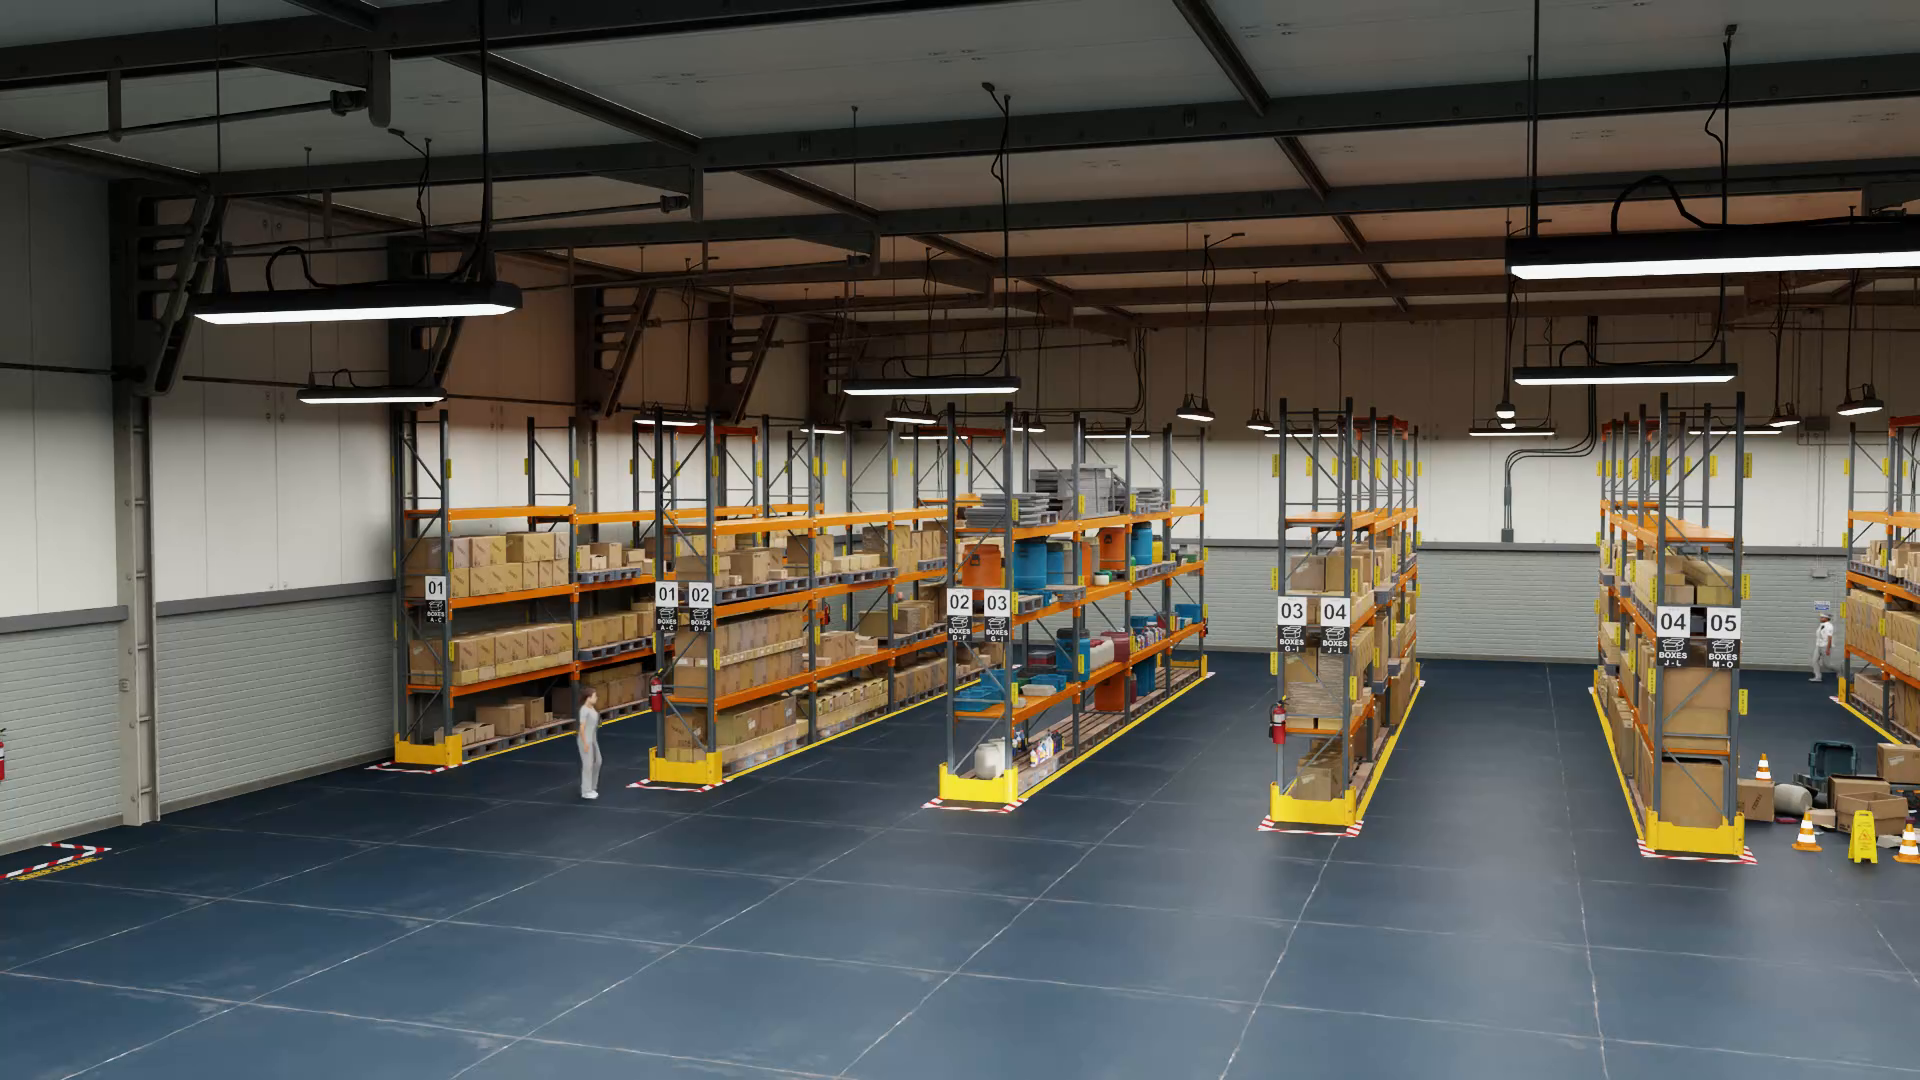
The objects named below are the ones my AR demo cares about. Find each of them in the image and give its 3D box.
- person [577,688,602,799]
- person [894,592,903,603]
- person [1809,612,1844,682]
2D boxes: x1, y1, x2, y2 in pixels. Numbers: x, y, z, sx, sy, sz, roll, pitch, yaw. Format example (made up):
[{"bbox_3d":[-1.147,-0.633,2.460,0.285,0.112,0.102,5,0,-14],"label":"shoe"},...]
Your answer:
[{"bbox_3d":[-5.656,3.115,25.355,0.348,1.730,0.517,0,2,7],"label":"person"},{"bbox_3d":[-1.659,2.232,44.656,0.513,1.656,1.054,1,3,21],"label":"person"},{"bbox_3d":[20.257,2.492,38.896,0.742,1.644,0.491,0,2,-8],"label":"person"}]
